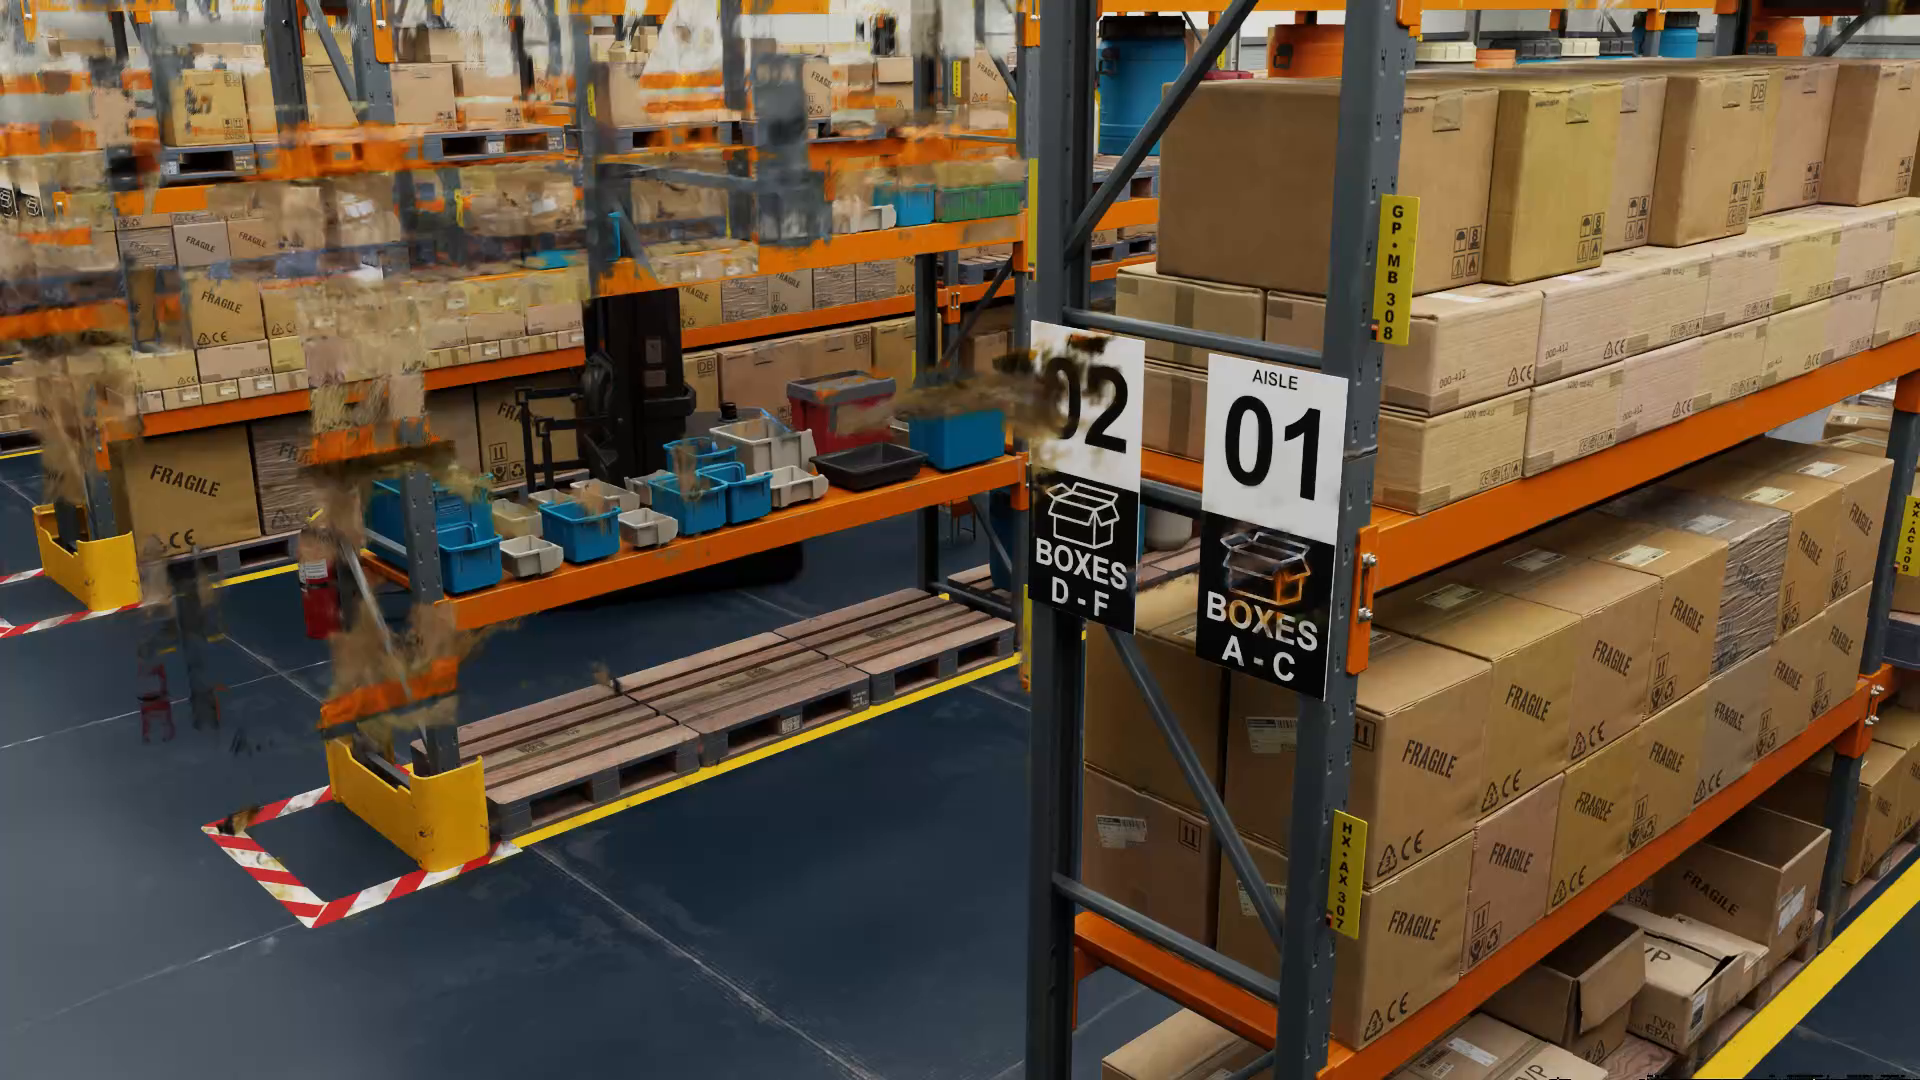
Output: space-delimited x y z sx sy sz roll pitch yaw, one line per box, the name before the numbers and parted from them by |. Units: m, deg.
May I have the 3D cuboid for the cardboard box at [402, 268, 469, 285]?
cardboard box | -8.559 -4.413 15.655 0.250 0.149 0.380 -16 24 -40

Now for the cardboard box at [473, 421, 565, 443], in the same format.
cardboard box | -8.267 -3.379 16.279 0.500 0.500 0.500 17 24 42

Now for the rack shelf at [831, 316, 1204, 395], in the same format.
rack shelf | -5.191 -4.586 18.568 4.000 0.370 1.077 -16 24 -41

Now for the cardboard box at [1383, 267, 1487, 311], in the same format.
cardboard box | -0.540 -5.428 22.868 0.550 0.550 0.875 -16 24 -41

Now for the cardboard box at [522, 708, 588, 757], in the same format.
cardboard box | -7.994 -1.674 16.263 0.250 0.149 0.380 -16 24 -40

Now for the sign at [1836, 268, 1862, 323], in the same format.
sign | -0.028 -4.376 15.789 0.005 0.325 0.100 -16 24 -41

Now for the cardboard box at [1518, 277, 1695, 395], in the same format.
cardboard box | -1.874 -4.030 14.839 0.637 0.503 0.797 -17 24 -42

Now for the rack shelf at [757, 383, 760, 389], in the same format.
rack shelf | -8.666 -4.247 22.386 4.000 0.370 1.077 -16 24 -41

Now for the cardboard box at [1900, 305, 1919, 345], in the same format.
cardboard box | 0.853 -4.410 17.102 0.500 0.250 0.500 -16 24 -40

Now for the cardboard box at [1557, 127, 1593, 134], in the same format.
cardboard box | 1.614 -7.555 24.830 0.250 0.149 0.380 -16 24 -40

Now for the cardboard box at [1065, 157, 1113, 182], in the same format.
cardboard box | -3.798 -7.389 25.809 0.500 0.250 0.500 -17 24 -42

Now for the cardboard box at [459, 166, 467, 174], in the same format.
cardboard box | -11.494 -7.336 25.480 0.250 0.149 0.380 -16 24 -40

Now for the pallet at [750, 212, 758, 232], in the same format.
pallet | -7.644 -6.201 22.691 1.003 0.211 1.213 -15 23 -38

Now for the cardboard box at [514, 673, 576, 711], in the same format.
cardboard box | -8.190 -1.852 16.810 0.250 0.149 0.380 -16 24 -41

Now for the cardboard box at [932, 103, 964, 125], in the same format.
cardboard box | -5.780 -9.198 30.622 0.500 0.500 0.700 -16 24 -40

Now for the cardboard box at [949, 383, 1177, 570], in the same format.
cardboard box | -5.042 -3.153 11.978 0.700 0.500 0.500 16 24 40

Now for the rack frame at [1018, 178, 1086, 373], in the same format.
rack frame | -4.306 -5.860 26.196 0.127 3.000 1.000 -16 24 -41

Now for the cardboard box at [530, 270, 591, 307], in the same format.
cardboard box | -7.776 -4.395 15.598 0.250 0.149 0.380 -17 24 -42

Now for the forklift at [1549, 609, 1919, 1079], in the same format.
forklift | -2.704 -1.089 11.590 3.031 2.935 1.130 -7 19 -21

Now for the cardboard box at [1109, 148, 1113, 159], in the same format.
cardboard box | -3.684 -7.602 25.819 0.250 0.149 0.380 -15 23 -39

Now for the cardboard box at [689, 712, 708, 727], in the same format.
cardboard box | -7.275 -1.772 17.047 0.250 0.149 0.380 -16 24 -40

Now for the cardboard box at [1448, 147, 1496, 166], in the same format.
cardboard box | -0.334 -6.707 22.216 0.250 0.149 0.380 -16 24 -40

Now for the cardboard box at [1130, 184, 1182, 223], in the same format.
cardboard box | -3.854 -5.619 19.186 0.258 0.266 0.396 -16 24 -41

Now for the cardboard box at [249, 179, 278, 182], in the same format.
cardboard box | -13.042 -6.806 23.812 0.250 0.149 0.380 -16 24 -40

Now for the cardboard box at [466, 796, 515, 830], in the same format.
cardboard box | -8.380 -1.270 15.980 0.250 0.149 0.380 -16 24 -40

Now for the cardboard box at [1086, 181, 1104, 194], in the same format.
cardboard box | -3.907 -7.179 25.807 0.250 0.149 0.380 -17 24 -42

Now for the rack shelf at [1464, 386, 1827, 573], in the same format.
rack shelf | -1.857 -3.453 15.073 4.000 0.370 1.077 -16 24 -41

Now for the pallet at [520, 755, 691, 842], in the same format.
pallet | -7.995 -1.341 16.778 1.213 0.211 1.003 -16 24 -41

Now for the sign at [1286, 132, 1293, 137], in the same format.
sign | -1.033 -8.427 27.814 0.005 0.325 0.100 -16 24 -41

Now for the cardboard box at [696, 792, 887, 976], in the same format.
cardboard box | -6.043 -1.686 11.865 0.500 0.500 0.500 -16 24 -40

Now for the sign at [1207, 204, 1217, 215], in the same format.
sign | -3.367 -5.476 19.308 0.005 0.325 0.100 -16 24 -41

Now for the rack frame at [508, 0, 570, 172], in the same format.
rack frame | -10.625 -8.978 26.085 0.127 3.000 1.000 -16 24 -41

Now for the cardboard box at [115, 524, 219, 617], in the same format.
cardboard box | -11.955 -2.657 19.788 0.875 0.438 0.875 -15 24 -39

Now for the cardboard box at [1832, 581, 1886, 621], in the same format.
cardboard box | 1.276 -2.319 18.613 0.700 0.500 0.500 15 23 39

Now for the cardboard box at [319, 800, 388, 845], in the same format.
cardboard box | -8.994 -1.268 15.492 0.250 0.149 0.380 -15 23 -39

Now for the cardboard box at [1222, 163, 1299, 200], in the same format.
cardboard box | -2.667 -6.078 20.998 0.500 0.500 0.500 -16 24 -41

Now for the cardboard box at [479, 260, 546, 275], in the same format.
cardboard box | -8.192 -4.527 16.005 0.380 0.149 0.250 17 25 42

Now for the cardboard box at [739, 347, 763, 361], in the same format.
cardboard box | -6.816 -4.268 16.665 0.500 0.250 0.500 -16 24 -40

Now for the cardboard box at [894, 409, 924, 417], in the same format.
cardboard box | -5.732 -3.788 18.565 0.380 0.149 0.250 17 25 42

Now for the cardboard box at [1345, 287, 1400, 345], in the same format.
cardboard box | -1.561 -5.080 22.005 0.500 0.500 0.700 -17 24 -42

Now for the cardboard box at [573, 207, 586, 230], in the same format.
cardboard box | -8.959 -5.870 21.061 0.380 0.166 0.250 16 24 40

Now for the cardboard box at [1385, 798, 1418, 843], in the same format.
cardboard box | -3.494 -1.632 13.562 0.250 0.149 0.380 -16 24 -40

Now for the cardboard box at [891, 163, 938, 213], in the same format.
cardboard box | -6.124 -6.818 24.120 0.637 0.503 0.797 -16 24 -41

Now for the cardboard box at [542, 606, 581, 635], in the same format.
cardboard box | -7.992 -2.447 16.077 0.250 0.149 0.380 -15 23 -39

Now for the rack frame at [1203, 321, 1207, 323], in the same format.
rack frame | -3.738 -3.925 20.226 0.127 3.000 1.000 -16 24 -41

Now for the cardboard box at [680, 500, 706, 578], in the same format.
cardboard box | -7.180 -2.991 16.701 0.500 0.500 0.500 -17 25 -42

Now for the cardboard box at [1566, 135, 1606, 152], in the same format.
cardboard box | 1.325 -7.192 23.711 0.250 0.149 0.380 -16 24 -41

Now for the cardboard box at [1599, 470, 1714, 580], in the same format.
cardboard box | -1.422 -3.028 15.671 0.637 0.503 0.797 -16 24 -40

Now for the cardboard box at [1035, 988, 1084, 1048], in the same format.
cardboard box | -5.172 -1.143 12.054 0.250 0.149 0.380 -17 24 -42

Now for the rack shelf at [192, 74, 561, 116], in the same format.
rack shelf | -12.079 -8.022 24.950 4.000 0.370 1.077 -16 24 -41

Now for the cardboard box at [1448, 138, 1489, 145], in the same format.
cardboard box | -0.049 -7.070 23.336 0.250 0.149 0.380 -16 24 -41

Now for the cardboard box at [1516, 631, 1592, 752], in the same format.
cardboard box | -2.440 -2.140 14.559 0.500 0.500 0.500 -16 24 -41

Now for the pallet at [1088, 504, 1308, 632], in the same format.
pallet | -4.798 -2.901 12.348 1.213 0.211 1.003 -16 24 -41

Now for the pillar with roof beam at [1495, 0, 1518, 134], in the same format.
pillar with roof beam | 10.099 -13.577 40.270 0.400 9.000 9.100 -16 24 -41

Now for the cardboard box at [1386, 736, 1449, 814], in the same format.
cardboard box | -3.451 -1.862 13.625 0.500 0.250 0.500 -17 24 -42

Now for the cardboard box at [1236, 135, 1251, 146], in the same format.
cardboard box | -1.829 -8.152 27.517 0.250 0.149 0.380 -17 24 -41
